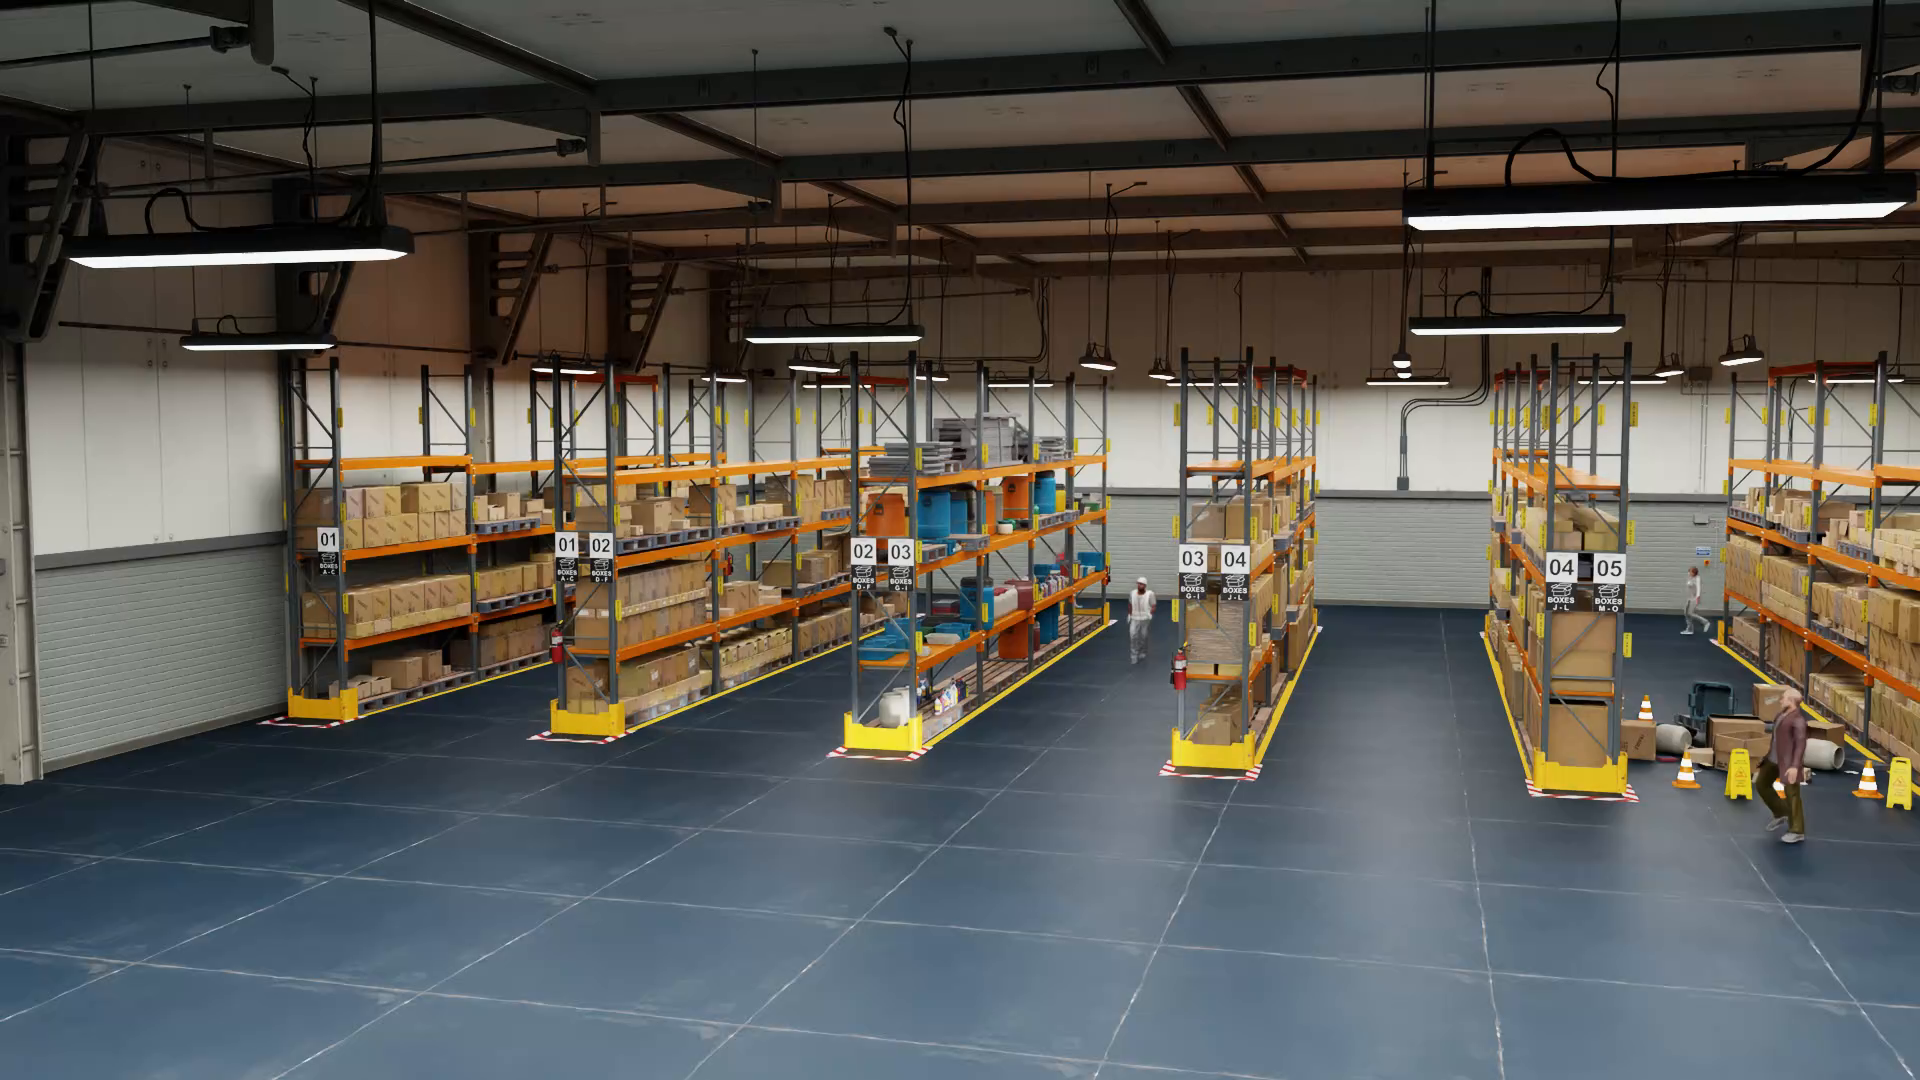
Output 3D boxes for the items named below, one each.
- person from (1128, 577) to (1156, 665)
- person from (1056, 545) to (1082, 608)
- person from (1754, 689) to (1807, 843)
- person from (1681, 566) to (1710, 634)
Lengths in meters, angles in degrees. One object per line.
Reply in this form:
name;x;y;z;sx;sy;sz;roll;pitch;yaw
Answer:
person;3.724;1.663;34.118;0.611;1.809;0.878;1;4;14
person;2.757;0.953;43.723;0.978;1.678;0.622;3;5;35
person;9.805;2.649;19.763;0.472;1.779;0.687;-1;4;-9
person;16.924;1.391;38.260;0.608;1.577;0.430;1;4;10
